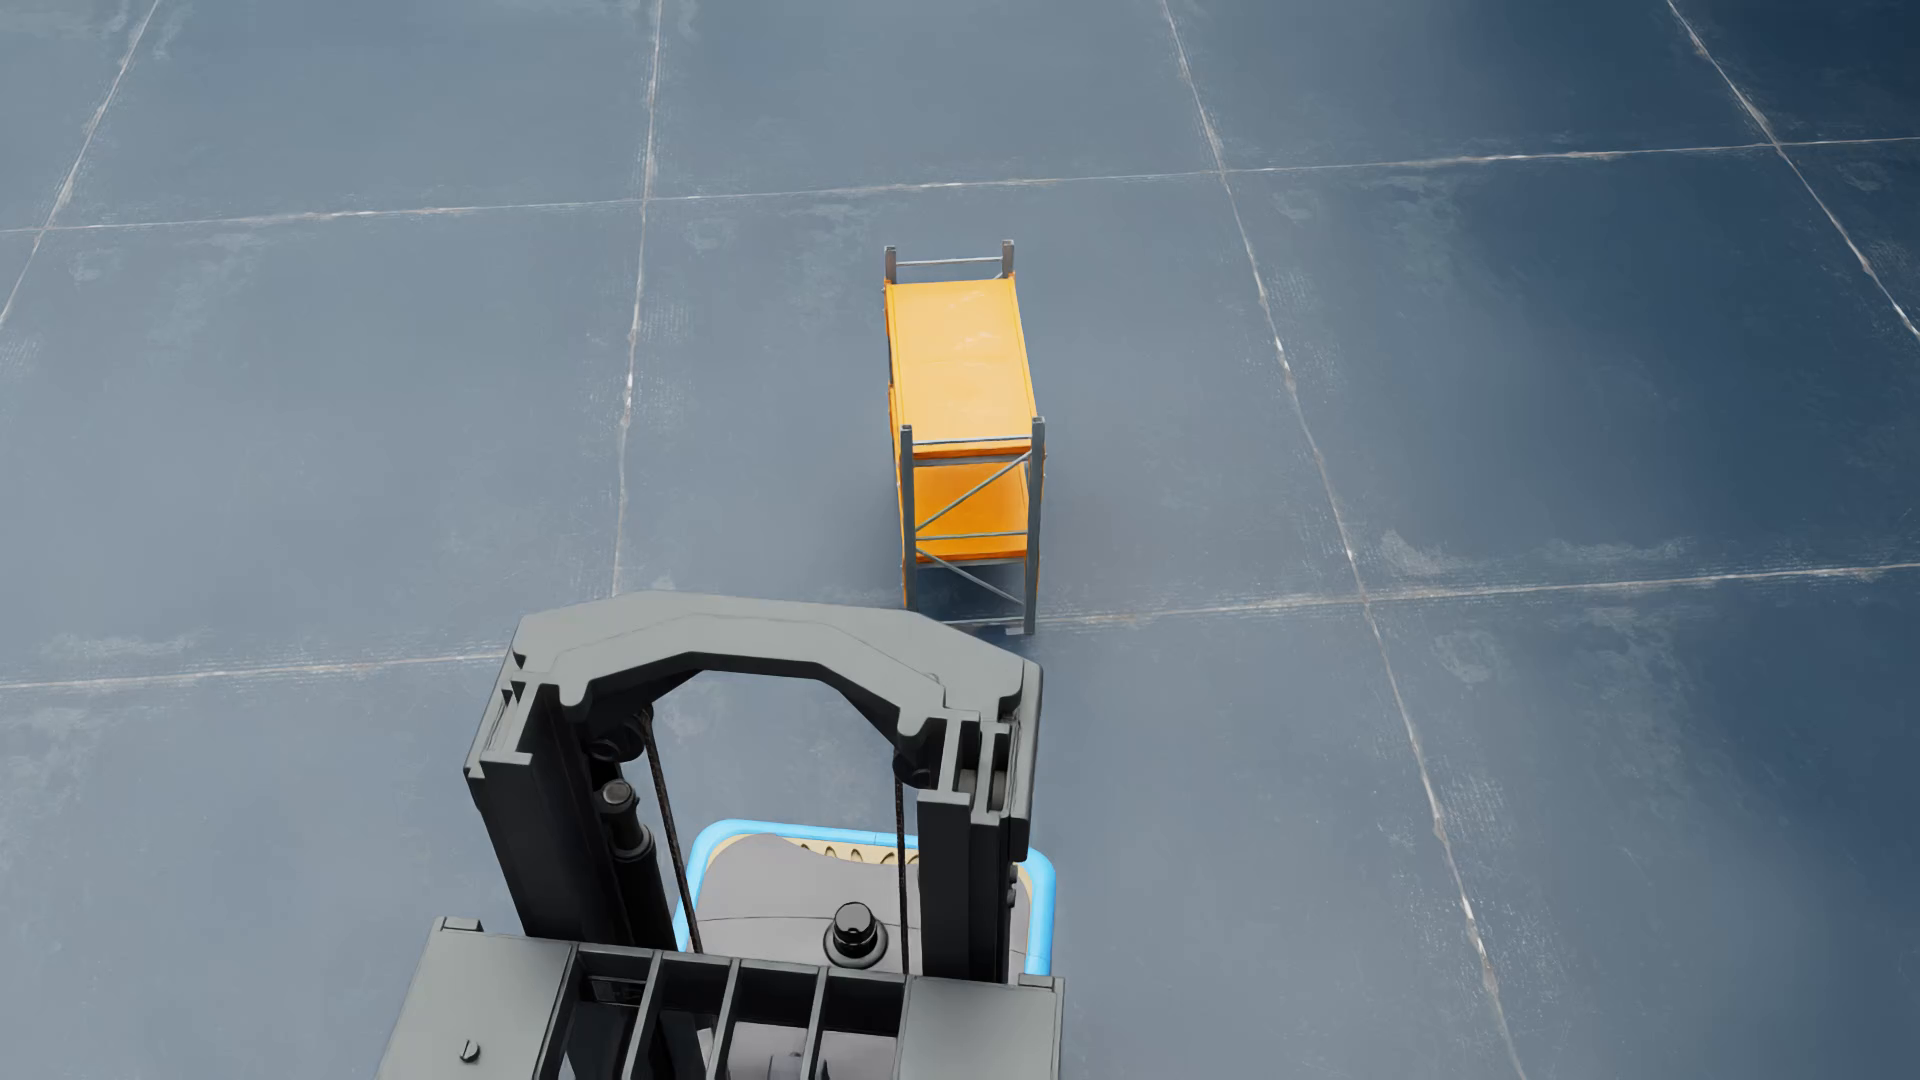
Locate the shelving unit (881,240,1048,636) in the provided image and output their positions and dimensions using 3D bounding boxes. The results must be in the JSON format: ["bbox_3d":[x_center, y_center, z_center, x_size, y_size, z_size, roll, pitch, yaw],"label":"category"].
[{"bbox_3d":[0.001,-0.382,6.473,0.538,1.125,1.048,-3,47,-3],"label":"shelving unit"}]

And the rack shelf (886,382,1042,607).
[{"bbox_3d":[0.001,-0.214,6.651,0.538,0.278,1.000,-3,47,-3],"label":"rack shelf"}]

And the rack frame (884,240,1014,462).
[{"bbox_3d":[-0.042,-0.750,6.822,0.500,1.125,0.032,-3,47,-3],"label":"rack frame"}]

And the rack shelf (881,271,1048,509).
[{"bbox_3d":[0.001,-0.583,6.261,0.538,0.278,1.000,-3,47,-3],"label":"rack shelf"}]

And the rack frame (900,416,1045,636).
[{"bbox_3d":[0.043,-0.014,6.125,0.500,1.125,0.032,-3,47,-3],"label":"rack frame"}]

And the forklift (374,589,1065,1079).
[{"bbox_3d":[-0.395,1.612,3.341,1.130,2.935,3.031,5,47,4],"label":"forklift"}]
